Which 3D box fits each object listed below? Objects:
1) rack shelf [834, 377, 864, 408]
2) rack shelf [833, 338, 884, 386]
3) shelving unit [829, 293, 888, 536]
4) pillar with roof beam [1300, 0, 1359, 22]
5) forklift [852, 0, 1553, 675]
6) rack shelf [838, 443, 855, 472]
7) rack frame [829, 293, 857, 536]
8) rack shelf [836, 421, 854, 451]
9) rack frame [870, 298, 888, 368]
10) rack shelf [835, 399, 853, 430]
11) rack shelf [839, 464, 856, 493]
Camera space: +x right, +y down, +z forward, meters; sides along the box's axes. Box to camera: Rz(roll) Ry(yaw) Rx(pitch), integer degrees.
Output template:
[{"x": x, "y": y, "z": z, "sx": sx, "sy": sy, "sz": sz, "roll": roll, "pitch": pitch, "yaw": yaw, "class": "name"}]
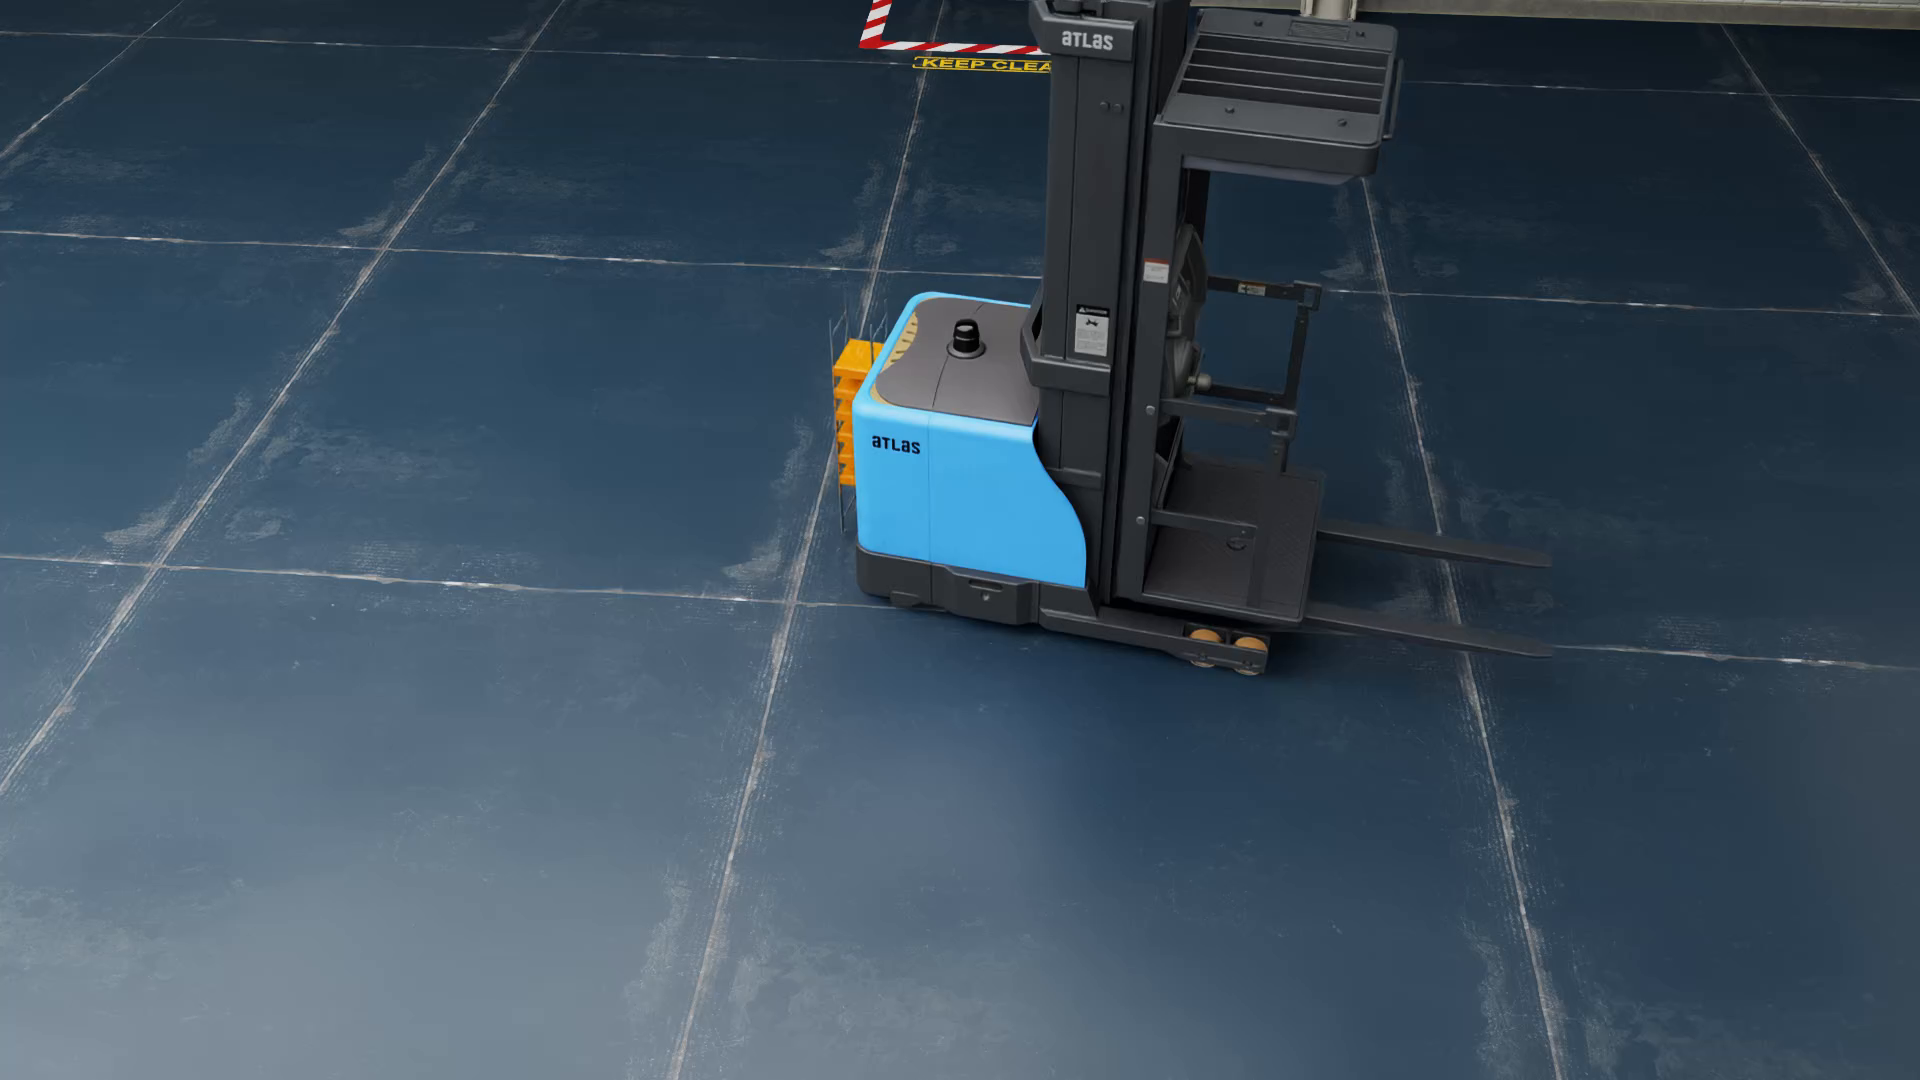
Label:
[{"x": -0.443, "y": -0.694, "z": 7.513, "sx": 0.180, "sy": 0.103, "sz": 0.258, "roll": 10, "pitch": 40, "yaw": 12, "class": "rack shelf"}, {"x": -0.443, "y": -0.787, "z": 7.437, "sx": 0.180, "sy": 0.103, "sz": 0.258, "roll": 10, "pitch": 40, "yaw": 12, "class": "rack shelf"}, {"x": -0.443, "y": -0.543, "z": 7.637, "sx": 0.189, "sy": 1.200, "sz": 0.258, "roll": 10, "pitch": 40, "yaw": 12, "class": "shelving unit"}, {"x": 2.482, "y": -4.853, "z": 6.754, "sx": 0.400, "sy": 9.000, "sz": 9.100, "roll": 3, "pitch": 39, "yaw": 4, "class": "pillar with roof beam"}, {"x": 1.106, "y": -0.926, "z": 6.736, "sx": 3.031, "sy": 2.935, "sz": 1.130, "roll": 10, "pitch": 40, "yaw": 12, "class": "forklift"}, {"x": -0.443, "y": -0.415, "z": 7.741, "sx": 0.180, "sy": 0.103, "sz": 0.258, "roll": 10, "pitch": 40, "yaw": 12, "class": "rack shelf"}, {"x": -0.531, "y": -0.558, "z": 7.655, "sx": 0.006, "sy": 1.200, "sz": 0.240, "roll": 10, "pitch": 40, "yaw": 12, "class": "rack frame"}, {"x": -0.443, "y": -0.508, "z": 7.665, "sx": 0.180, "sy": 0.103, "sz": 0.258, "roll": 10, "pitch": 40, "yaw": 12, "class": "rack shelf"}, {"x": -0.354, "y": -0.528, "z": 7.618, "sx": 0.006, "sy": 1.200, "sz": 0.240, "roll": 10, "pitch": 40, "yaw": 12, "class": "rack frame"}, {"x": -0.443, "y": -0.601, "z": 7.589, "sx": 0.180, "sy": 0.103, "sz": 0.258, "roll": 10, "pitch": 40, "yaw": 12, "class": "rack shelf"}, {"x": -0.443, "y": -0.322, "z": 7.816, "sx": 0.180, "sy": 0.103, "sz": 0.258, "roll": 10, "pitch": 40, "yaw": 12, "class": "rack shelf"}]
